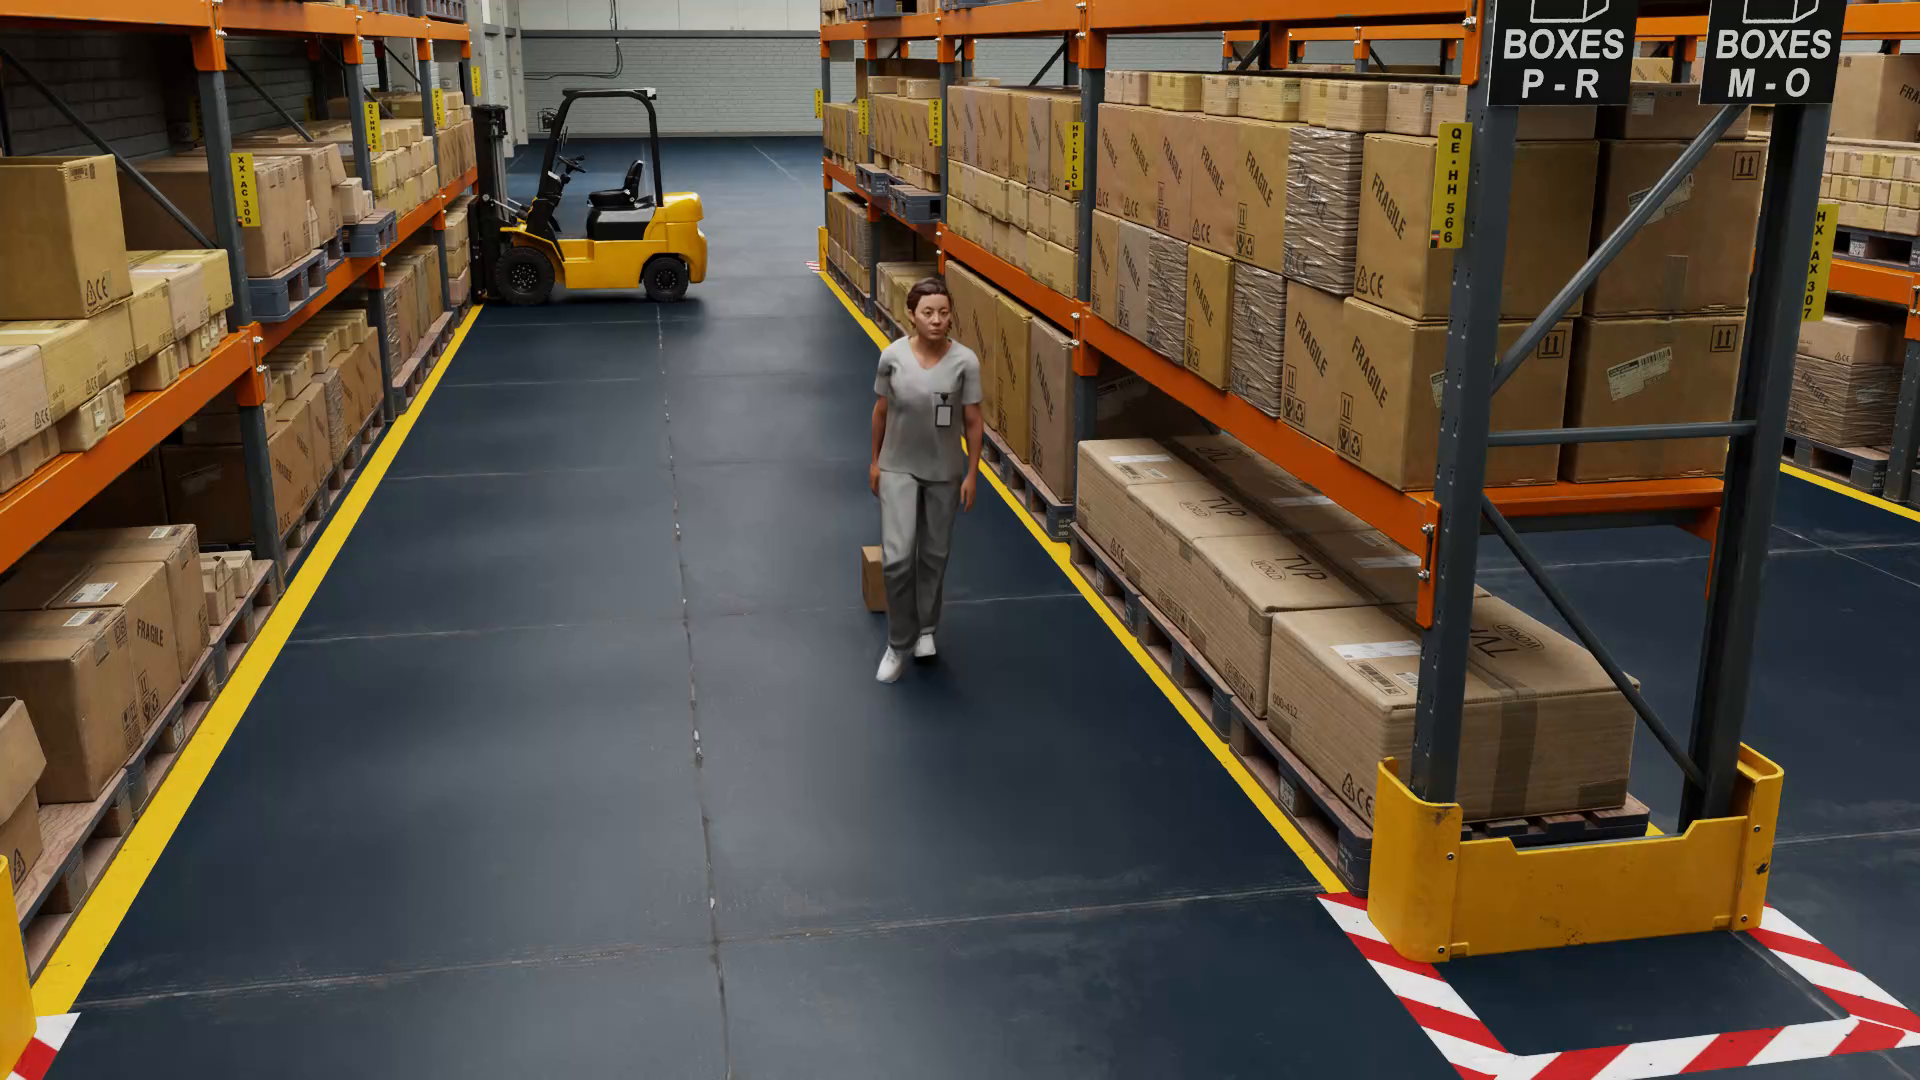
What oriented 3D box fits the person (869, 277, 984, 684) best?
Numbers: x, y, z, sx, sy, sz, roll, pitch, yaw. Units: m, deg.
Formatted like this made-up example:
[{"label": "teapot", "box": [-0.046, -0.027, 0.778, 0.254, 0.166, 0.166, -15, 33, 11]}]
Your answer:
[{"label": "person", "box": [-0.141, -0.265, 6.936, 0.472, 1.676, 0.537, -1, 17, -5]}]
